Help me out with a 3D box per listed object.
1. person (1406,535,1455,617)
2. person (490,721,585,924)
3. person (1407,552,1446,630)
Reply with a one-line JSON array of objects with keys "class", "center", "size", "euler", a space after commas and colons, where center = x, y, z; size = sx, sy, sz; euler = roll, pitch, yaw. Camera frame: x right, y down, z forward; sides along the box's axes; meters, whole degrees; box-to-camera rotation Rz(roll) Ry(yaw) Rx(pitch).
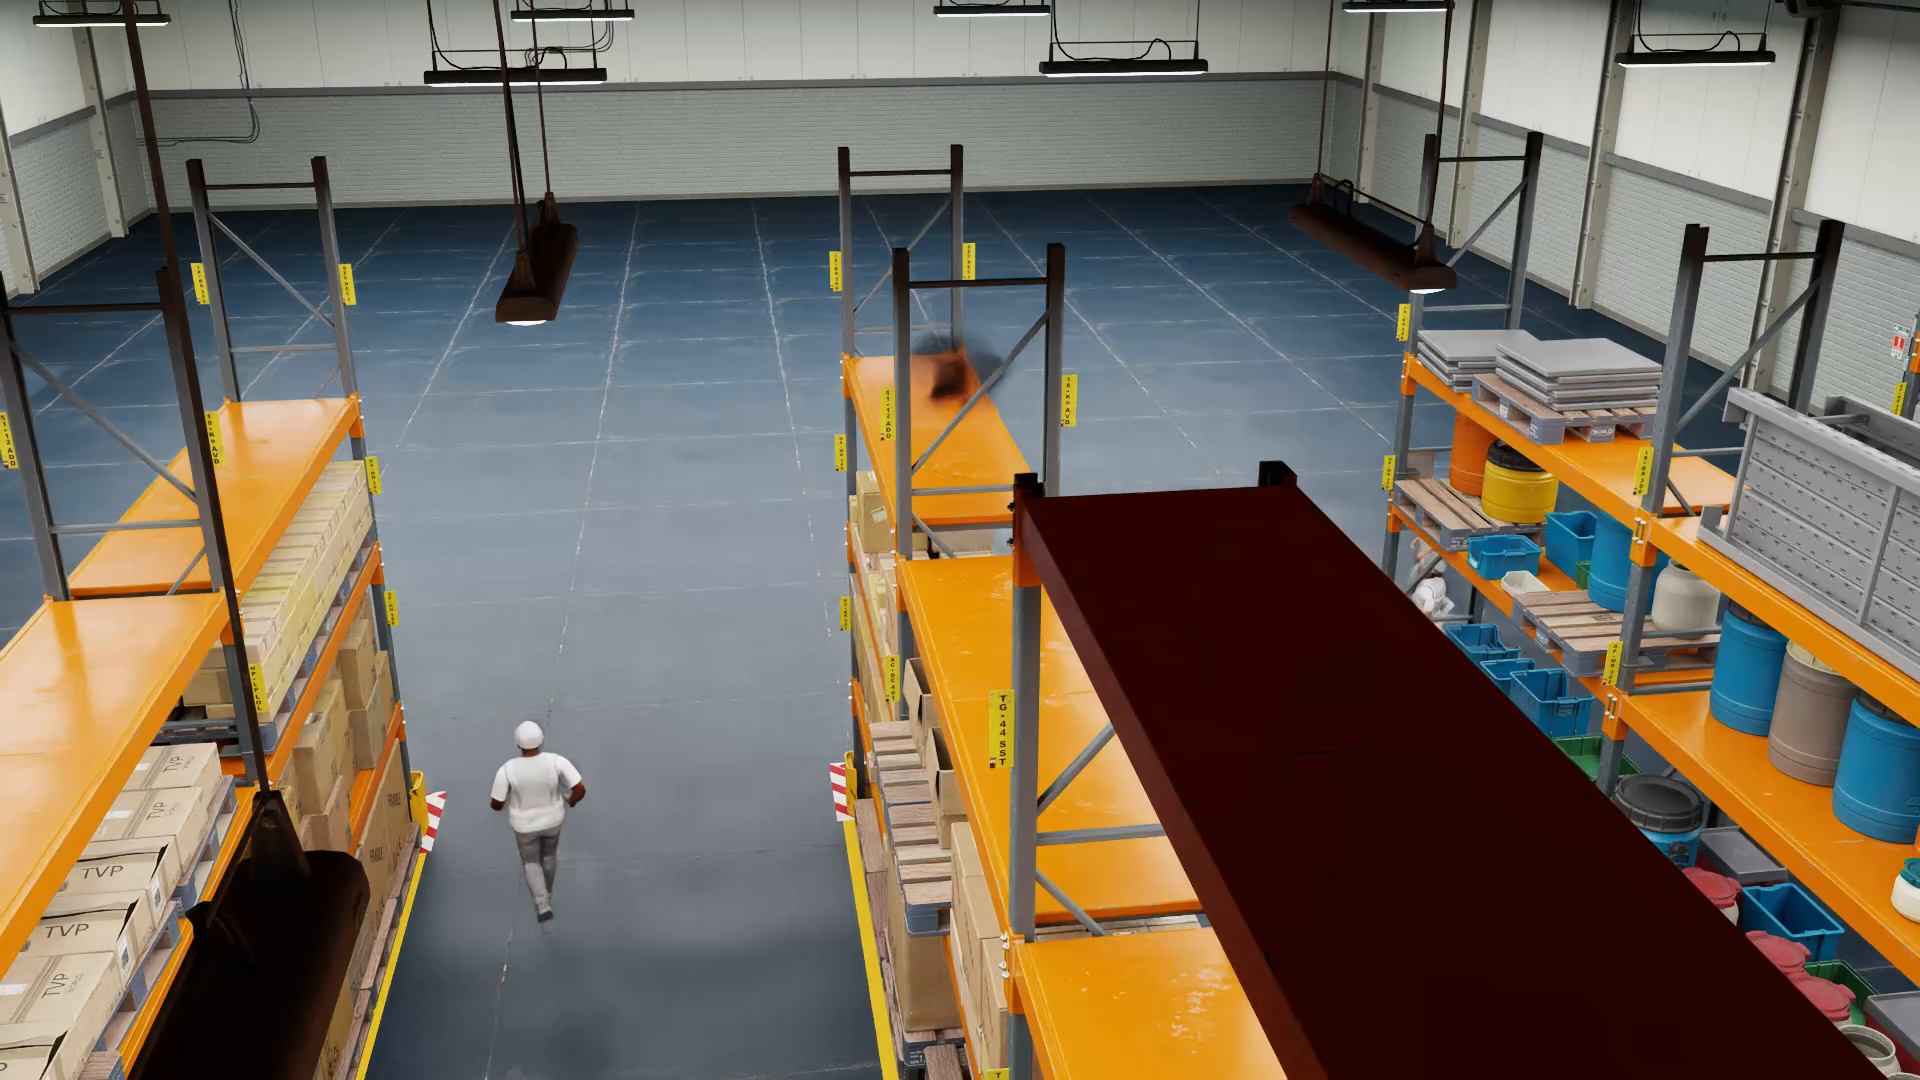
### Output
[{"class": "person", "center": [5.401, 0.194, 18.931], "size": [0.565, 1.636, 0.573], "euler": [8, 23, 19]}, {"class": "person", "center": [-3.276, 2.212, 12.950], "size": [0.700, 1.762, 0.881], "euler": [-9, 23, -21]}, {"class": "person", "center": [4.723, 0.881, 17.184], "size": [0.559, 1.663, 0.630], "euler": [20, 29, 41]}]
